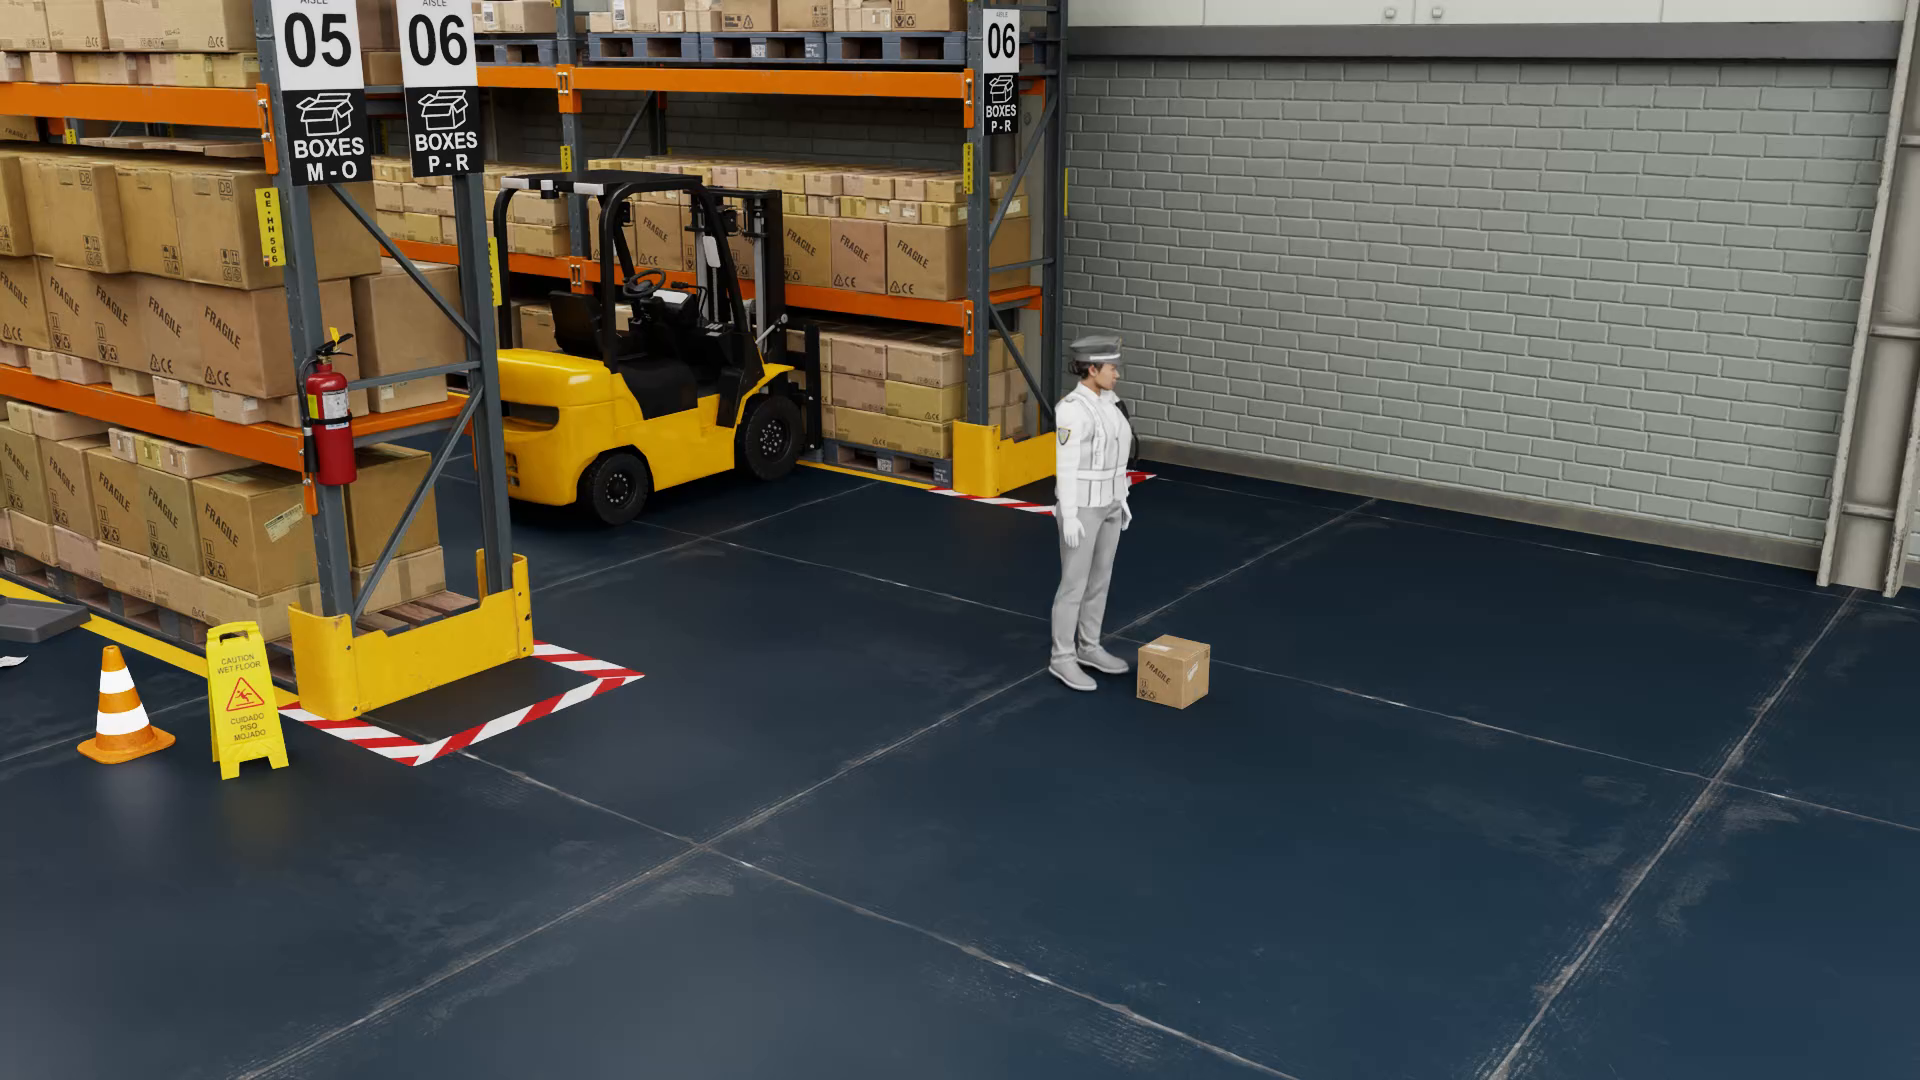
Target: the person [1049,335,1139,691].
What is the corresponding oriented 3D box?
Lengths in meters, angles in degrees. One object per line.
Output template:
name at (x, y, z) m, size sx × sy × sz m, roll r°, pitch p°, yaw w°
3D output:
person at (0.649, -0.143, 7.991) m, size 0.324 × 1.677 × 0.508 m, roll 13°, pitch 21°, yaw 36°
